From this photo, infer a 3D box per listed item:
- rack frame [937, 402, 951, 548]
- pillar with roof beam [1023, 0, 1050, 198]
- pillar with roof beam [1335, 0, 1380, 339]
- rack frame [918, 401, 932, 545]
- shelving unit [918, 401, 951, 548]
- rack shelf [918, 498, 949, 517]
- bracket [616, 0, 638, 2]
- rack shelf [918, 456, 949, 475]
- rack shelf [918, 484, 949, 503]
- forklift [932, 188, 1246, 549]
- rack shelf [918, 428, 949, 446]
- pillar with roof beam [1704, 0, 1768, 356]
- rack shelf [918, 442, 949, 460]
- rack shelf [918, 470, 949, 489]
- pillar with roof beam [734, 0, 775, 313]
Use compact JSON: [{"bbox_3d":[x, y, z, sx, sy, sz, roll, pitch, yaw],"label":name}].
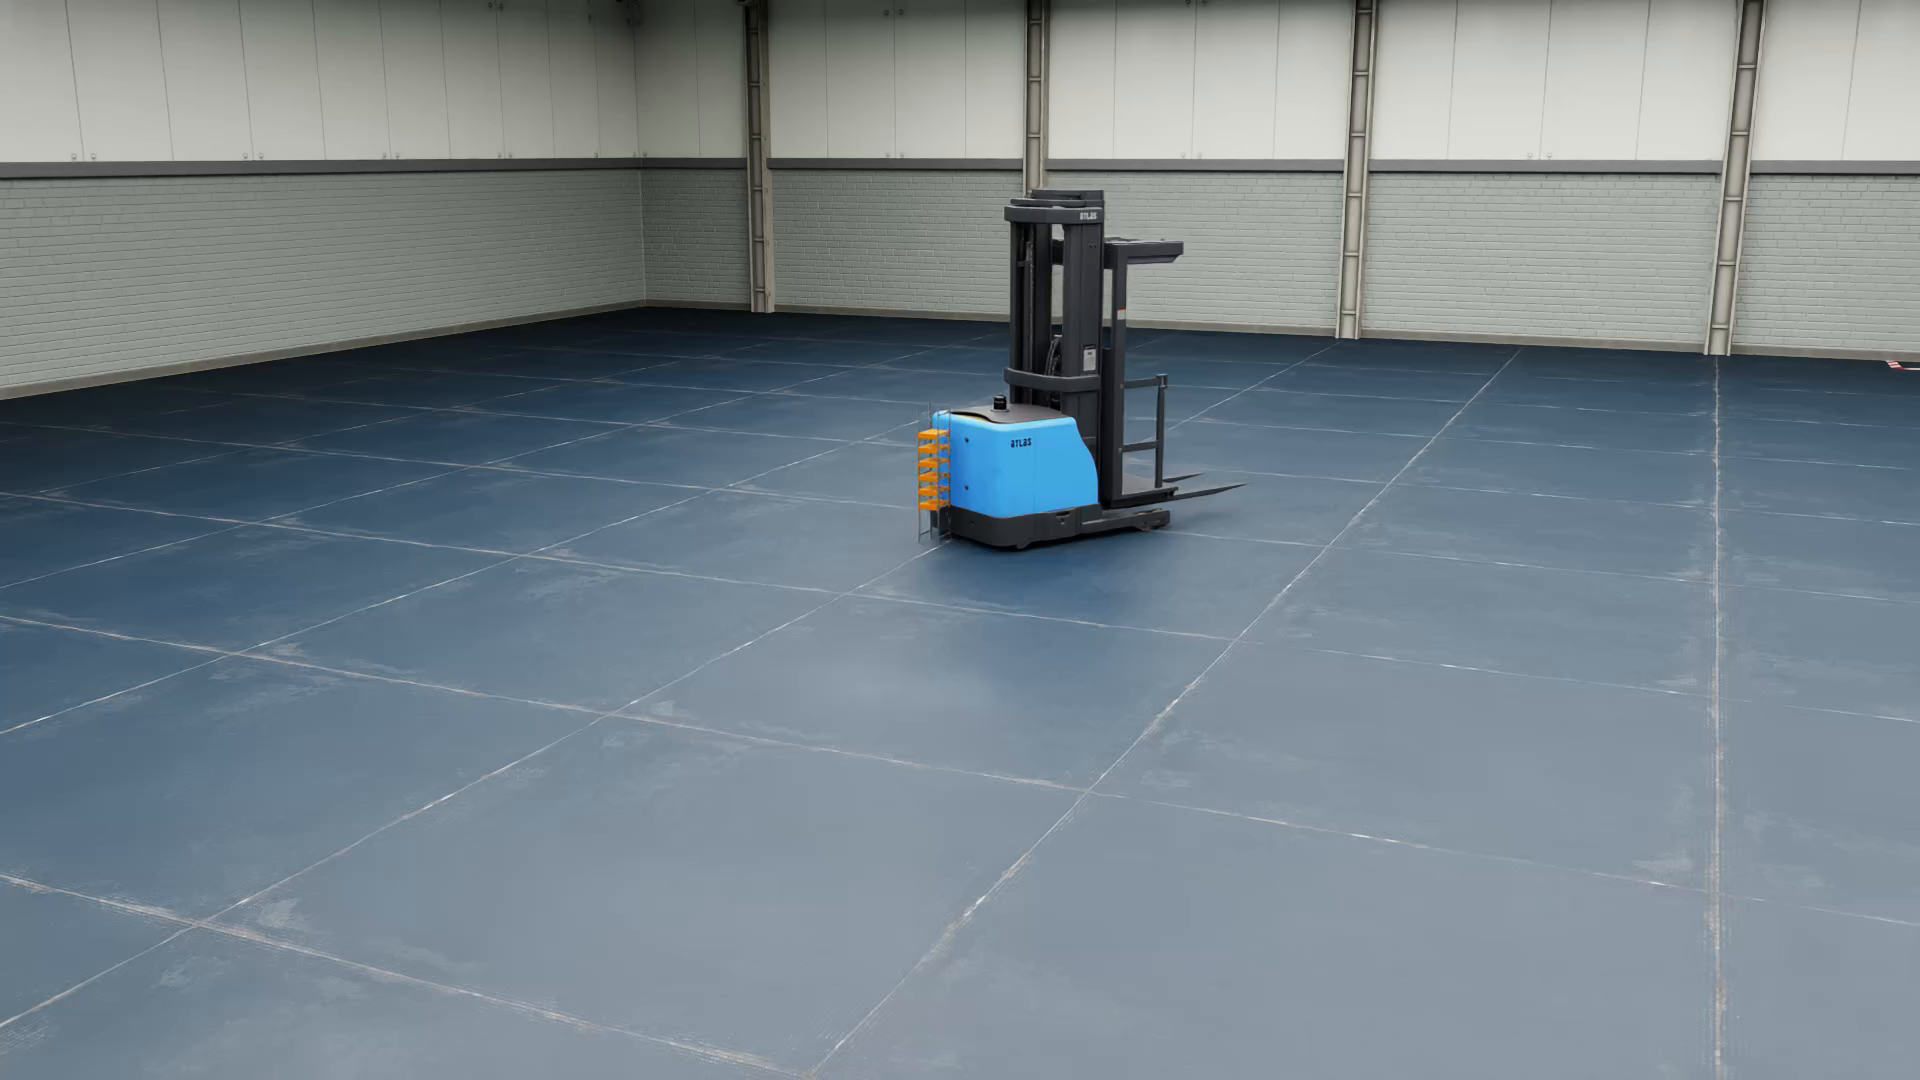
[{"bbox_3d":[-0.132,-0.545,13.951,0.006,1.200,0.240,6,15,25],"label":"rack frame"},{"bbox_3d":[-0.321,-7.637,27.102,0.400,9.000,9.100,6,14,23],"label":"pillar with roof beam"},{"bbox_3d":[5.165,-7.082,24.736,0.400,9.000,9.100,6,14,23],"label":"pillar with roof beam"},{"bbox_3d":[-0.296,-0.563,14.030,0.006,1.200,0.240,6,15,25],"label":"rack frame"},{"bbox_3d":[-0.214,-0.554,13.990,0.189,1.200,0.258,6,15,25],"label":"shelving unit"},{"bbox_3d":[-0.214,-0.277,14.055,0.180,0.103,0.258,6,15,25],"label":"rack shelf"},{"bbox_3d":[-6.753,-11.027,33.671,0.430,0.232,0.235,6,14,23],"label":"bracket"},{"bbox_3d":[-0.214,-0.628,13.973,0.180,0.103,0.258,6,15,25],"label":"rack shelf"},{"bbox_3d":[-0.214,-0.394,14.028,0.180,0.103,0.258,6,15,25],"label":"rack shelf"},{"bbox_3d":[1.245,-1.593,14.628,3.031,2.935,1.130,-9,16,-35],"label":"forklift"},{"bbox_3d":[-0.214,-0.861,13.918,0.180,0.103,0.258,6,15,25],"label":"rack shelf"},{"bbox_3d":[10.651,-6.526,22.370,0.400,9.000,9.100,6,14,23],"label":"pillar with roof beam"},{"bbox_3d":[-0.214,-0.745,13.946,0.180,0.103,0.258,6,15,25],"label":"rack shelf"},{"bbox_3d":[-0.214,-0.511,14.001,0.180,0.103,0.258,6,15,25],"label":"rack shelf"},{"bbox_3d":[-5.806,-8.192,29.468,0.548,9.000,9.100,6,14,23],"label":"pillar with roof beam"}]
